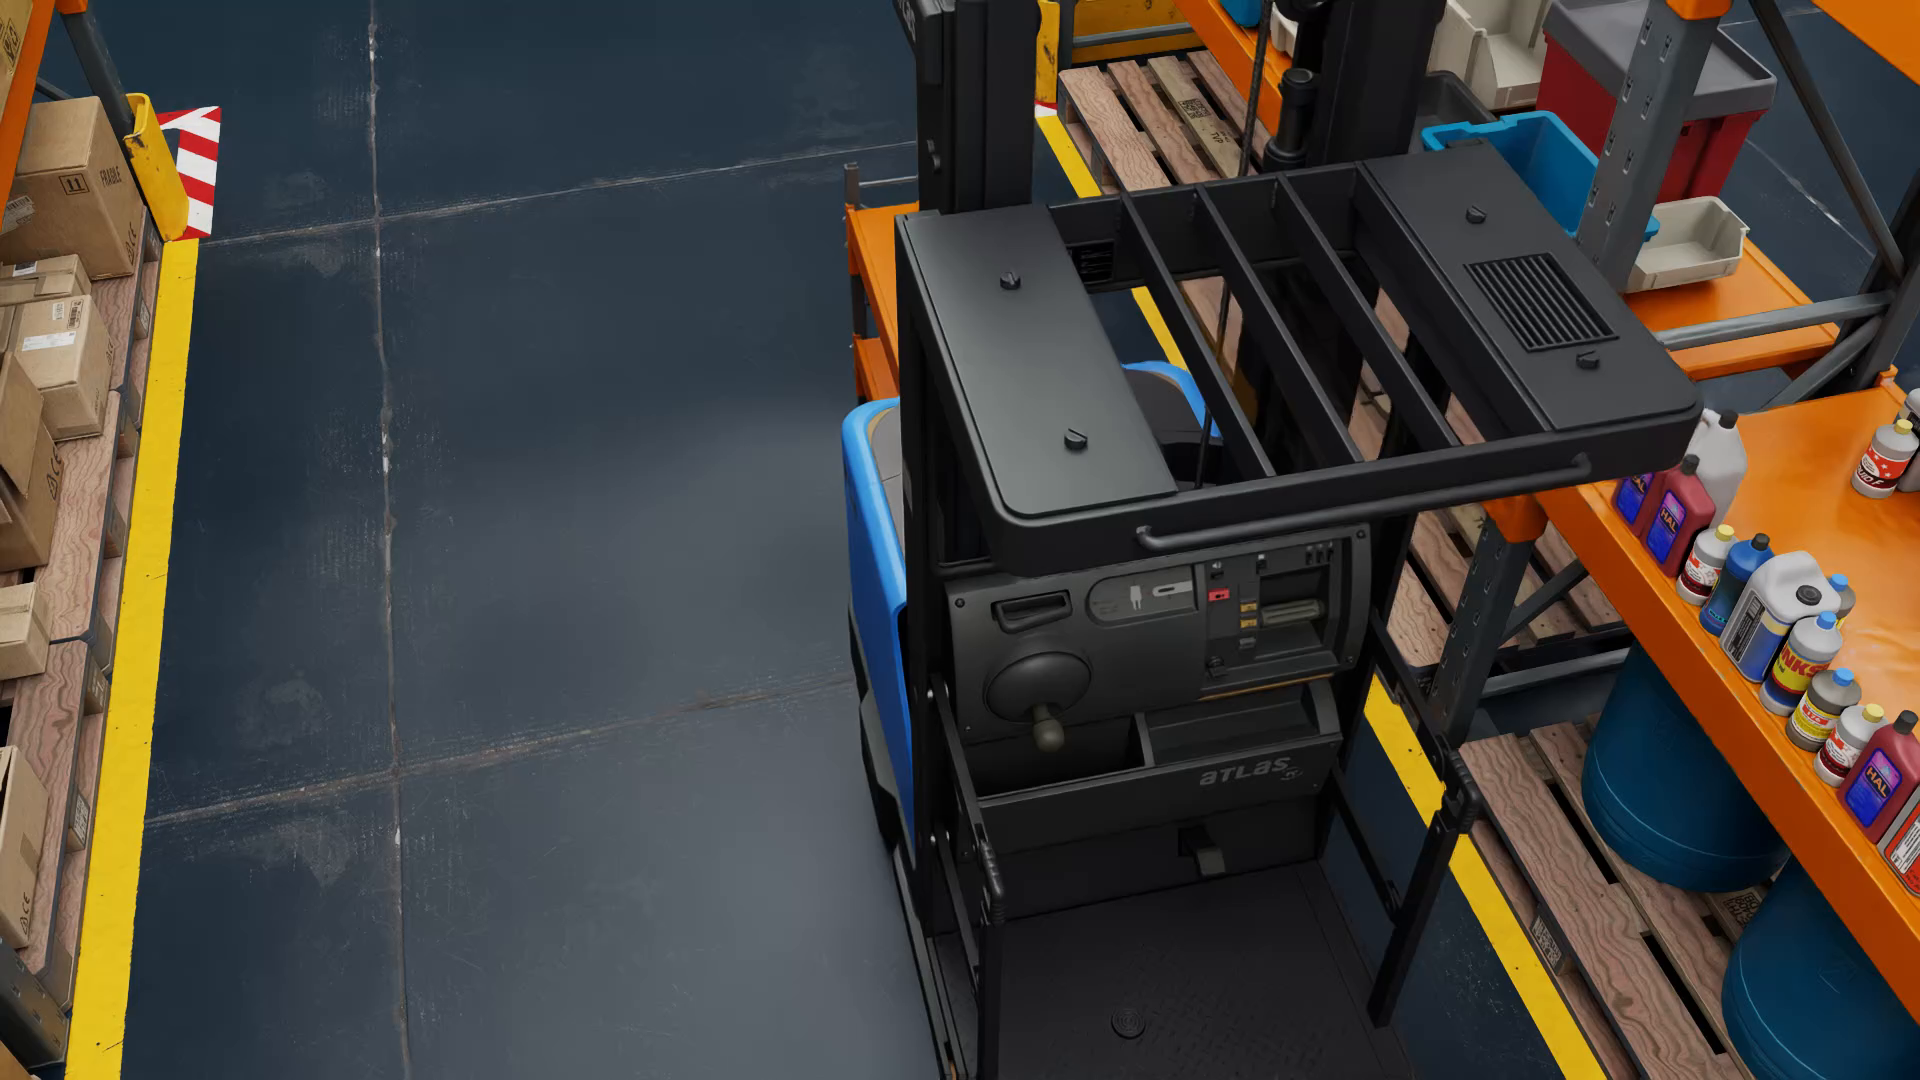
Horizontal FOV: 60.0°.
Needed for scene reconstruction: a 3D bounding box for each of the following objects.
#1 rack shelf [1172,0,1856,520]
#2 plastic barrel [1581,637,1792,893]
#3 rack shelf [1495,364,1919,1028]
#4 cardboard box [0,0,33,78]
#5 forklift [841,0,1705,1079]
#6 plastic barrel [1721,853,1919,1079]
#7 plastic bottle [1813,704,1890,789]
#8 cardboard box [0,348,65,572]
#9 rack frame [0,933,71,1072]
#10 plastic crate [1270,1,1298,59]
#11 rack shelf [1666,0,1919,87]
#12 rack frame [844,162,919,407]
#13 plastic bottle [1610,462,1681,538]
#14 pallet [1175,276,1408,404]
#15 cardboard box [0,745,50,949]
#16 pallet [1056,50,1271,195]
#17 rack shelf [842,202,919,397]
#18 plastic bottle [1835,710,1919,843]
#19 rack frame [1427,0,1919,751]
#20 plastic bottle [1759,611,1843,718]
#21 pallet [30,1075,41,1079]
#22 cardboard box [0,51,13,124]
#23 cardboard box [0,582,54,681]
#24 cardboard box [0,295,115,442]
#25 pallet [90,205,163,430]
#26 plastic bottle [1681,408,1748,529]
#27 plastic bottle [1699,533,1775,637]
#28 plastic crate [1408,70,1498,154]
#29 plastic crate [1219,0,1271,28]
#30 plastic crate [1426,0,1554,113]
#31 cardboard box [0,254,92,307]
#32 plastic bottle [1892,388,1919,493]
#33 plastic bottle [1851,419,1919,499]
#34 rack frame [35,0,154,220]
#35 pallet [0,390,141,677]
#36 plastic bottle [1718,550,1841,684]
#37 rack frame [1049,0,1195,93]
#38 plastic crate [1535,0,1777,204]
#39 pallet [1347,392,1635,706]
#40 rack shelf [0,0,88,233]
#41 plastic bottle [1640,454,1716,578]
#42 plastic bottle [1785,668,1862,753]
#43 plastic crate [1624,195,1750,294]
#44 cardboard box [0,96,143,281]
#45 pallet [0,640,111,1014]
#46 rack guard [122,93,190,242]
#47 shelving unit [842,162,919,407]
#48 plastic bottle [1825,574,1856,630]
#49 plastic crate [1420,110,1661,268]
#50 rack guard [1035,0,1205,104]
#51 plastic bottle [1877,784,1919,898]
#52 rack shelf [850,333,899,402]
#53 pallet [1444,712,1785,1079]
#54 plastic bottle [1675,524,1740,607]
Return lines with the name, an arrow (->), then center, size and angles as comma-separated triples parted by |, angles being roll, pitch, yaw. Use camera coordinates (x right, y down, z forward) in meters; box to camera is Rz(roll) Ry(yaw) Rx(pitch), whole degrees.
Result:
rack shelf -> 1.416, -1.650, 5.771 | 1.077, 0.370, 4.000 | -11, 47, -10
plastic barrel -> 2.051, 0.445, 4.389 | 0.600, 0.901, 0.708 | -11, 47, -10
rack shelf -> 2.440, 1.111, 3.064 | 1.077, 0.370, 4.000 | -11, 47, -10
cardboard box -> -3.371, -1.798, 5.342 | 0.500, 0.500, 0.500 | -10, 46, -10
forklift -> 0.484, 0.297, 3.407 | 1.130, 2.935, 3.031 | -9, 46, -9
plastic barrel -> 2.232, 0.934, 3.910 | 0.600, 0.901, 0.708 | -11, 47, -10
plastic bottle -> 1.825, 0.410, 3.387 | 0.097, 0.201, 0.097 | 0, 46, 0
cardboard box -> -3.347, -0.194, 5.280 | 0.797, 0.503, 0.637 | -11, 47, -10
rack frame -> -2.861, 0.382, 3.276 | 1.000, 3.000, 0.127 | -11, 47, -10
plastic crate -> 1.192, -1.597, 5.358 | 0.293, 0.136, 0.466 | -11, 47, -10
rack shelf -> 2.440, 0.062, 1.993 | 1.077, 0.370, 4.000 | -11, 47, -10
rack frame -> -0.128, -0.848, 5.793 | 0.500, 1.125, 0.032 | -9, 46, -9
plastic bottle -> 1.609, -0.149, 3.878 | 0.061, 0.283, 0.133 | -11, 47, -10
pallet -> 1.386, -0.890, 6.474 | 1.003, 0.211, 1.213 | -11, 47, -10
cardboard box -> -2.760, 0.840, 4.401 | 0.500, 0.311, 0.500 | -11, 47, -10
pallet -> 1.078, -1.730, 7.298 | 1.003, 0.211, 1.213 | -11, 47, -10
rack shelf -> -0.014, -0.699, 5.238 | 0.538, 0.278, 1.000 | -9, 46, -9
plastic bottle -> 1.837, 0.464, 3.277 | 0.061, 0.283, 0.133 | -11, 47, -10
rack frame -> 1.928, -0.521, 4.161 | 1.000, 3.000, 0.127 | -11, 47, -10
plastic bottle -> 1.775, 0.251, 3.494 | 0.097, 0.271, 0.097 | 0, 46, 0
pallet -> -2.617, 1.913, 3.728 | 1.003, 0.211, 1.213 | -11, 47, -10
cardboard box -> -3.249, -1.452, 5.003 | 0.500, 0.500, 0.500 | -10, 46, -10
cardboard box -> -2.991, 0.295, 5.037 | 0.380, 0.166, 0.250 | -11, 47, -10
cardboard box -> -3.294, -0.580, 5.835 | 0.500, 0.250, 0.500 | -11, 47, -10
pallet -> -3.661, -0.801, 6.387 | 1.003, 0.211, 1.213 | -11, 47, -10
plastic bottle -> 1.715, -0.174, 3.855 | 0.144, 0.351, 0.185 | -11, 47, -10
plastic bottle -> 1.716, 0.091, 3.651 | 0.097, 0.271, 0.097 | 0, 46, 0
plastic crate -> 1.382, -1.170, 4.947 | 0.437, 0.125, 0.590 | -11, 47, -10
plastic crate -> 1.063, -1.898, 5.585 | 0.416, 0.233, 0.300 | -11, 47, -10
plastic crate -> 1.715, -1.589, 5.248 | 0.437, 0.282, 0.530 | -11, 47, -10
cardboard box -> -3.491, -0.916, 6.223 | 0.380, 0.166, 0.250 | -11, 47, -10
plastic bottle -> 2.341, -0.265, 3.996 | 0.152, 0.276, 0.135 | -11, 47, -10
plastic bottle -> 2.225, -0.203, 3.988 | 0.097, 0.201, 0.097 | 0, 46, 0
rack frame -> -3.885, -2.380, 5.982 | 1.000, 3.000, 0.127 | -11, 47, -10
pallet -> -3.352, 0.040, 5.563 | 1.003, 0.211, 1.213 | -11, 47, -10
plastic bottle -> 1.772, 0.164, 3.576 | 0.152, 0.276, 0.135 | -11, 47, -10
rack frame -> 0.904, -3.283, 6.867 | 1.000, 3.000, 0.127 | -11, 47, -10
plastic crate -> 1.942, -1.227, 4.765 | 0.402, 0.464, 0.583 | -11, 47, -10
pallet -> 1.702, -0.046, 5.647 | 1.003, 0.211, 1.213 | -11, 47, -10
rack shelf -> -3.373, -0.747, 4.886 | 1.077, 0.370, 4.000 | -11, 47, -10
plastic bottle -> 1.644, -0.057, 3.787 | 0.061, 0.283, 0.133 | -11, 47, -10
plastic bottle -> 1.800, 0.342, 3.453 | 0.097, 0.201, 0.097 | 0, 46, 0
plastic crate -> 1.947, -0.797, 4.574 | 0.396, 0.136, 0.243 | -11, 47, -10
cardboard box -> -3.508, -1.328, 6.394 | 0.500, 0.500, 0.500 | -11, 47, -10
pallet -> -3.036, 0.884, 4.736 | 1.003, 0.211, 1.213 | -11, 47, -10
rack guard -> -3.866, -1.452, 6.823 | 1.175, 0.500, 0.348 | -11, 47, -10
shelving unit -> -0.014, -0.494, 5.447 | 0.538, 1.125, 1.048 | -9, 46, -9
plastic bottle -> 1.888, 0.155, 3.637 | 0.097, 0.201, 0.097 | 0, 46, 0
plastic crate -> 1.479, -0.797, 4.400 | 0.392, 0.384, 0.575 | -11, 47, -10
rack guard -> 0.885, -2.422, 7.774 | 1.175, 0.500, 0.348 | -11, 47, -10
plastic bottle -> 1.915, 0.551, 3.197 | 0.152, 0.276, 0.135 | -11, 47, -10
rack shelf -> -0.014, -0.323, 5.621 | 0.538, 0.278, 1.000 | -9, 46, -9
pallet -> 2.085, 0.995, 4.627 | 1.003, 0.211, 1.213 | -11, 47, -10
plastic bottle -> 1.691, 0.048, 3.742 | 0.097, 0.201, 0.097 | 0, 46, 0
